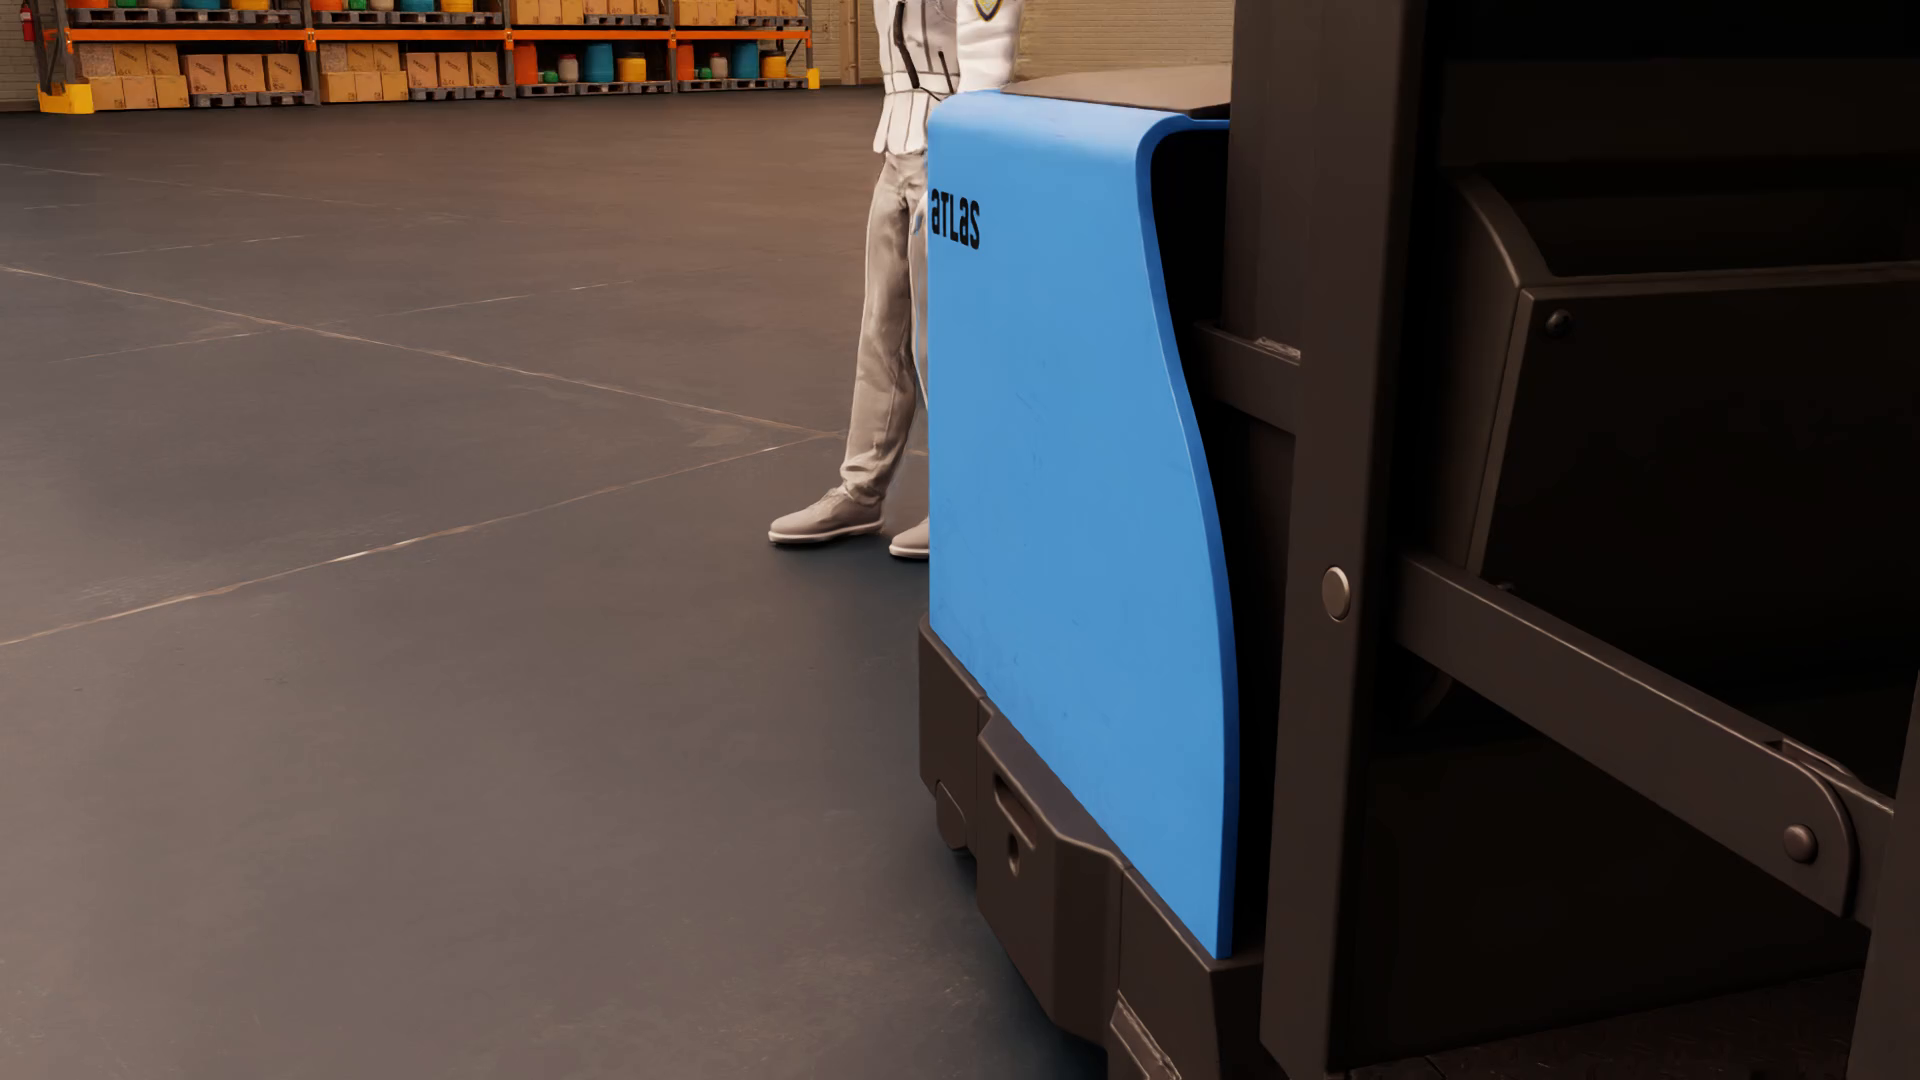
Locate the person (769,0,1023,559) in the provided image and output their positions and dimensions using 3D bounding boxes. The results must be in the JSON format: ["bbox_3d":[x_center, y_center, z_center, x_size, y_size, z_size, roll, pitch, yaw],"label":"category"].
[{"bbox_3d":[-0.143,-0.782,3.630,0.556,1.681,0.614,-6,18,-19],"label":"person"}]

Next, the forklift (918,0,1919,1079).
[{"bbox_3d":[0.863,-0.627,0.961,1.130,2.935,3.031,-5,18,-17],"label":"forklift"}]
